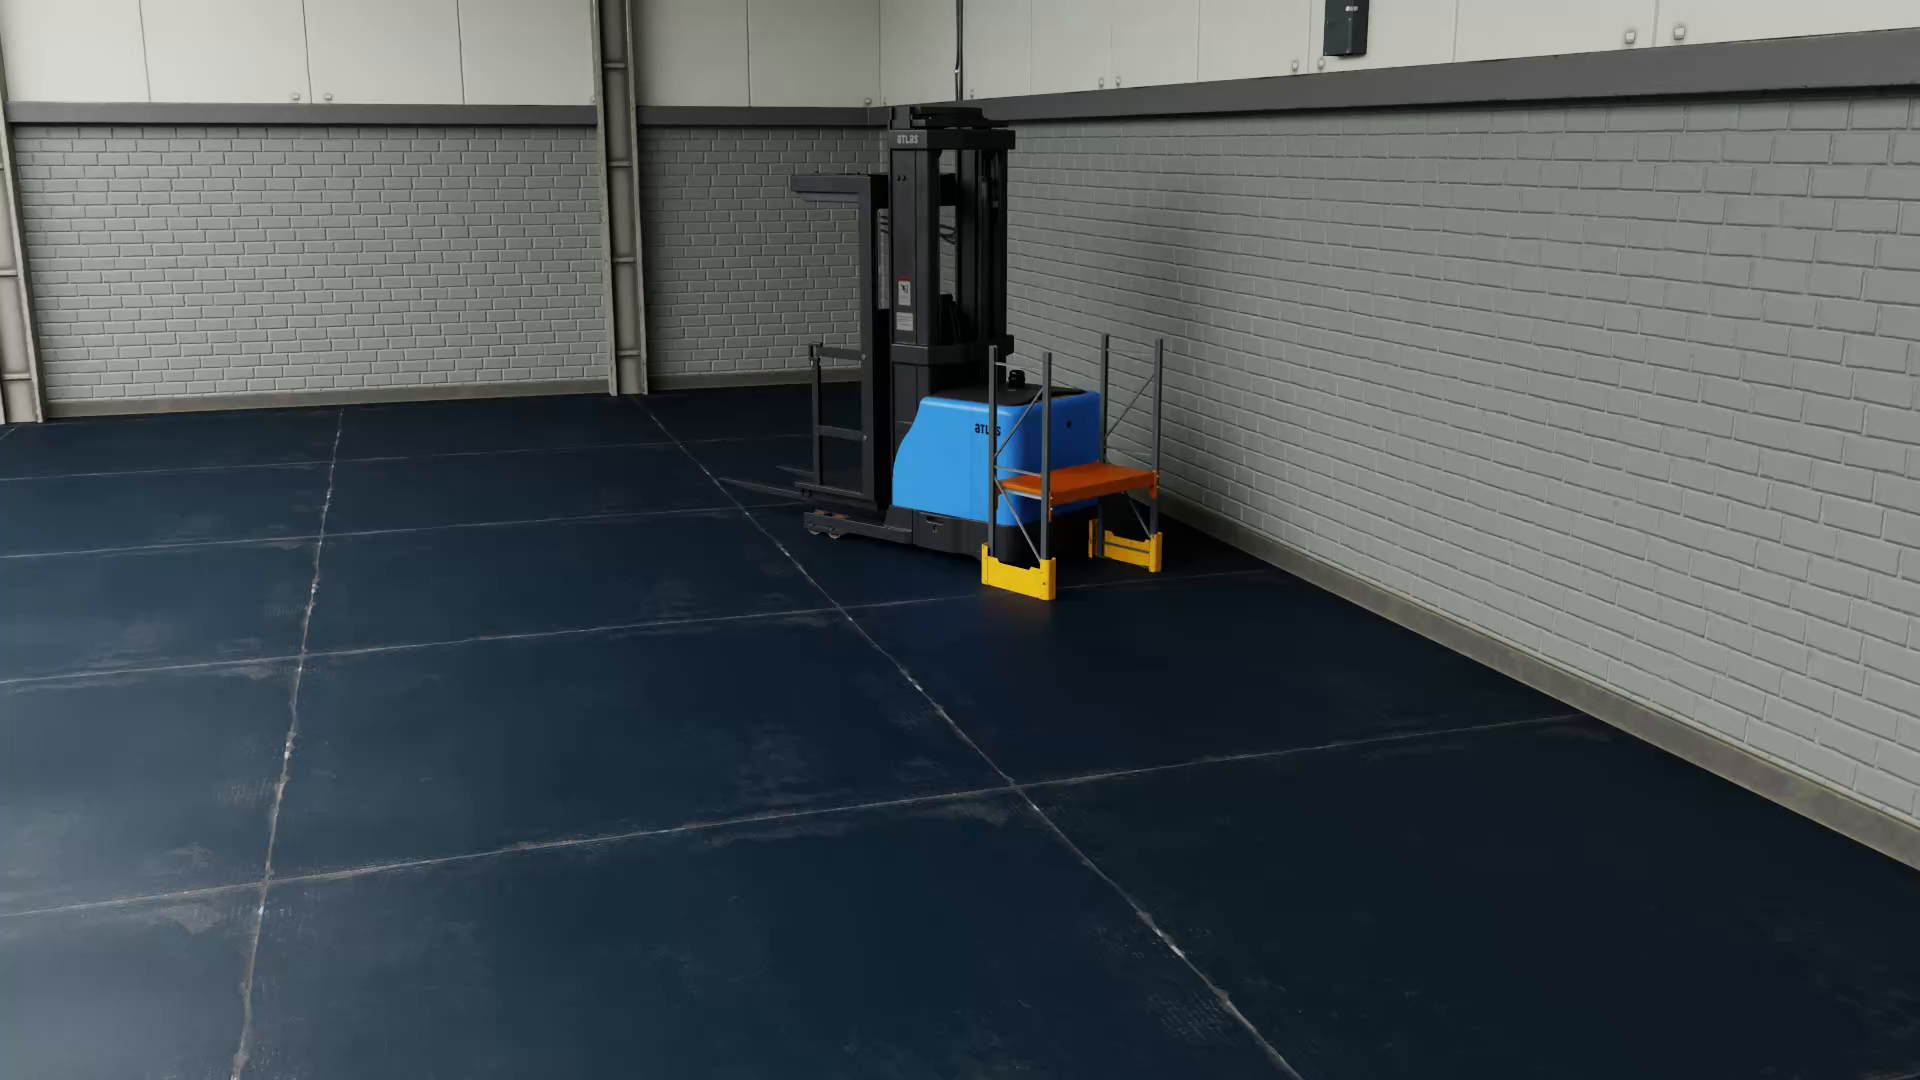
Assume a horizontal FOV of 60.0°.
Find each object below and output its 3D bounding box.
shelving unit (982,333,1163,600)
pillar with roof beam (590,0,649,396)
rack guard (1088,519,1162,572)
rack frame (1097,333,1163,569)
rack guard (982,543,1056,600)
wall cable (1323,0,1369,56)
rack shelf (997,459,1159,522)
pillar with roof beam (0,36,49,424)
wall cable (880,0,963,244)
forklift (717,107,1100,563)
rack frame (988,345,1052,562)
[{"bbox_3d":[0.723,-0.496,10.487,1.083,1.500,0.587,-12,18,-42],"label":"shelving unit"},{"bbox_3d":[-2.320,-5.072,13.518,0.400,9.000,9.100,-4,14,-18],"label":"pillar with roof beam"},{"bbox_3d":[1.086,0.033,10.963,0.087,0.250,0.587,-12,18,-42],"label":"rack guard"},{"bbox_3d":[1.100,-0.578,10.831,0.032,1.500,0.500,-12,18,-42],"label":"rack frame"},{"bbox_3d":[0.360,0.191,10.299,0.087,0.250,0.587,-12,18,-42],"label":"rack guard"},{"bbox_3d":[2.534,-5.514,8.031,0.169,6.003,2.305,-4,14,-18],"label":"wall cable"},{"bbox_3d":[0.730,-0.322,10.534,1.000,0.185,0.538,-12,18,-42],"label":"rack shelf"},{"bbox_3d":[-8.006,-4.629,11.657,0.400,9.000,9.100,-4,14,-18],"label":"pillar with roof beam"},{"bbox_3d":[-0.479,-4.433,17.542,0.112,2.526,3.097,-4,14,-18],"label":"wall cable"},{"bbox_3d":[-0.478,-1.518,11.692,3.031,2.935,1.130,11,17,39],"label":"forklift"},{"bbox_3d":[0.359,-0.417,10.154,0.032,1.500,0.500,-12,18,-42],"label":"rack frame"}]
